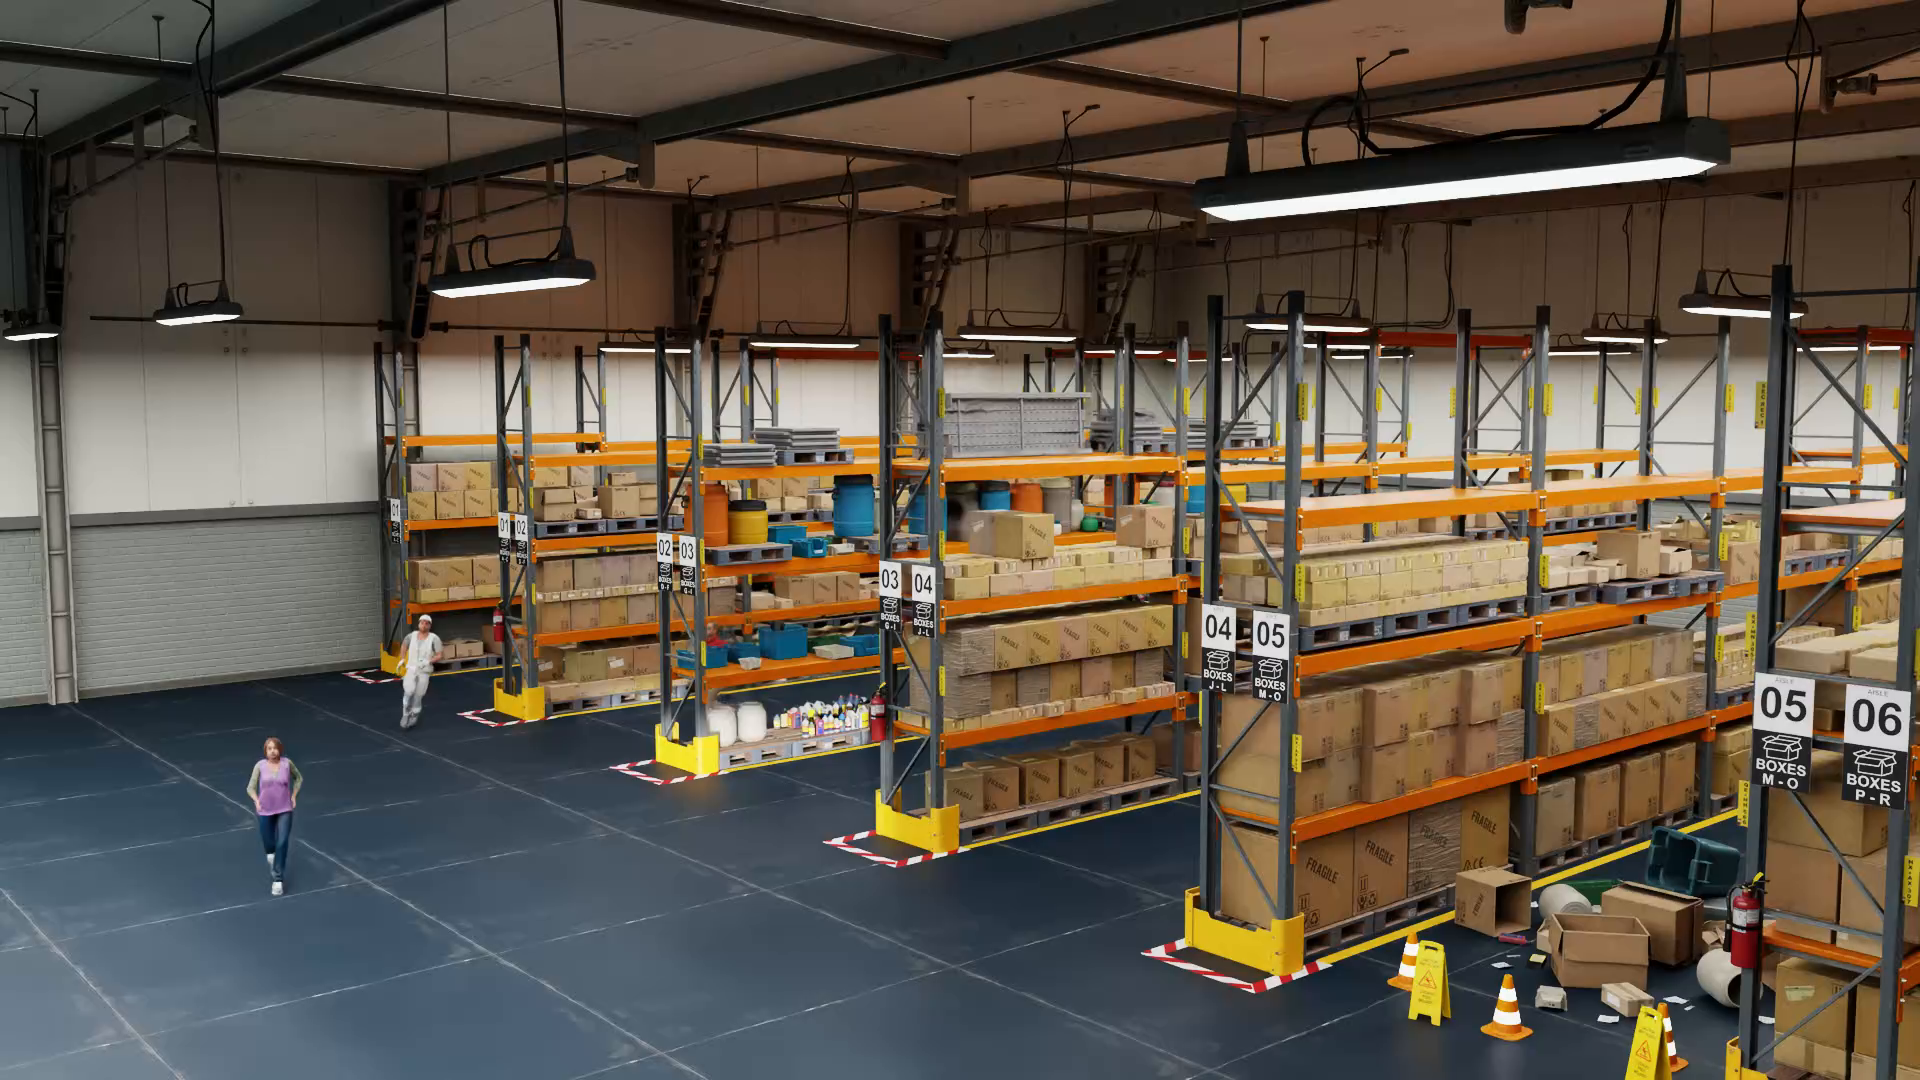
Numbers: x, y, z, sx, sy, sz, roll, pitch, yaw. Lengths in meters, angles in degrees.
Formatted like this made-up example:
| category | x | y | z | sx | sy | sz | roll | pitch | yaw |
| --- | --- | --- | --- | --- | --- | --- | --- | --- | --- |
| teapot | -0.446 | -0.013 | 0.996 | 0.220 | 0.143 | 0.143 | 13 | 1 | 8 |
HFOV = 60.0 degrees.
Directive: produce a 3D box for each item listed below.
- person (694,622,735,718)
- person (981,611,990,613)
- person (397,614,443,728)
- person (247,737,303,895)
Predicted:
| category | x | y | z | sx | sy | sz | roll | pitch | yaw |
| --- | --- | --- | --- | --- | --- | --- | --- | --- | --- |
| person | -3.730 | 2.058 | 24.942 | 0.605 | 1.673 | 0.661 | -5 | 7 | -42 |
| person | 0.583 | 1.656 | 29.048 | 0.613 | 1.814 | 0.909 | 4 | 6 | 34 |
| person | -8.193 | 1.991 | 25.187 | 0.696 | 1.715 | 0.634 | -1 | 5 | -9 |
| person | -7.096 | 2.827 | 17.252 | 0.539 | 1.569 | 0.756 | -2 | 6 | -22 |
